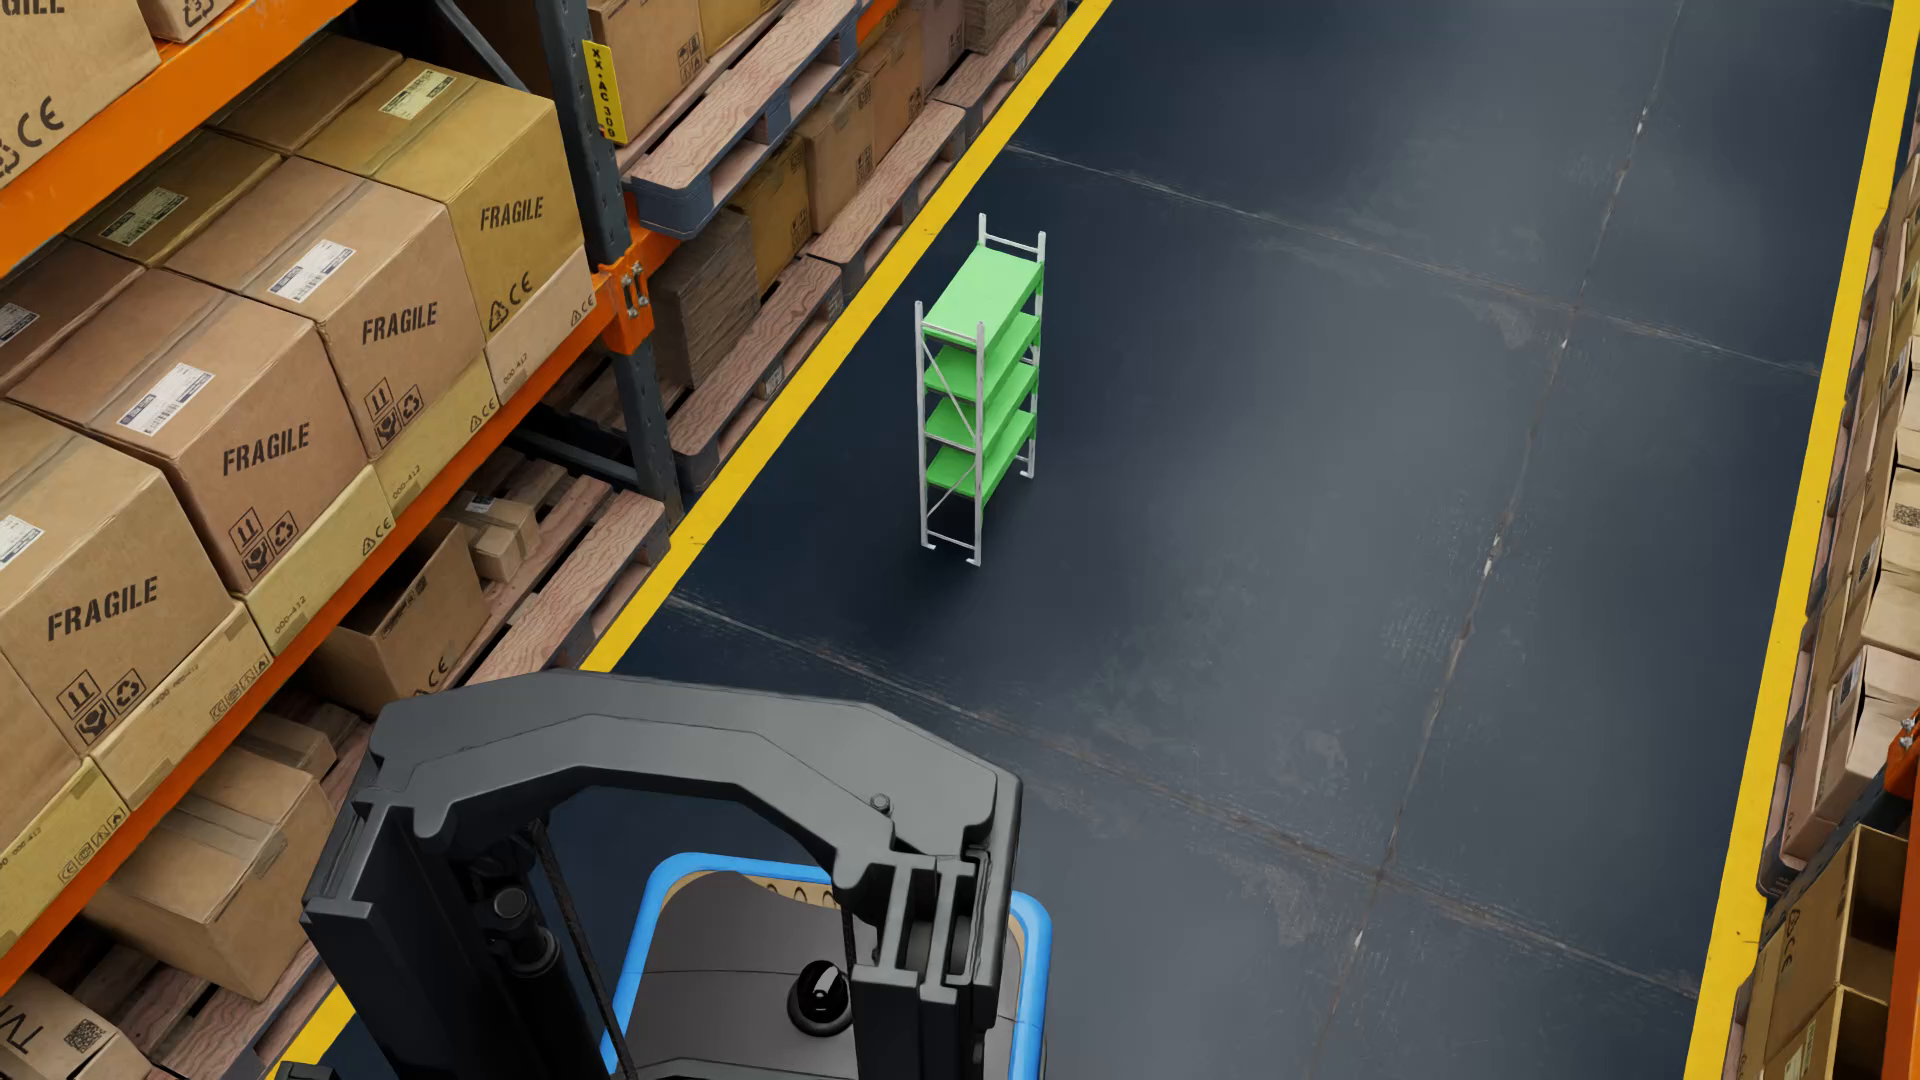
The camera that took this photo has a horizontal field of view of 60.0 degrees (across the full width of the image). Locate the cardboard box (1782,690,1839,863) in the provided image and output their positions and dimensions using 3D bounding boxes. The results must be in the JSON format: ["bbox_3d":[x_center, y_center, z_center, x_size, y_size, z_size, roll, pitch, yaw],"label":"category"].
[{"bbox_3d":[2.872,0.799,5.130,0.500,0.250,0.500,19,52,16],"label":"cardboard box"}]

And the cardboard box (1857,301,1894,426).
[{"bbox_3d":[3.746,-0.604,6.324,0.500,0.250,0.500,19,52,15],"label":"cardboard box"}]

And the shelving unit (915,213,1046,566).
[{"bbox_3d":[0.071,-0.503,5.890,0.258,1.200,0.503,20,52,16],"label":"shelving unit"}]

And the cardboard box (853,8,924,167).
[{"bbox_3d":[-0.587,-2.091,7.412,0.700,0.500,0.500,20,52,16],"label":"cardboard box"}]

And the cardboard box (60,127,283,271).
[{"bbox_3d":[-2.138,-0.776,4.533,0.500,0.500,0.500,20,52,16],"label":"cardboard box"}]

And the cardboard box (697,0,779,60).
[{"bbox_3d":[-1.030,-2.082,5.698,0.700,0.500,0.500,25,54,20],"label":"cardboard box"}]

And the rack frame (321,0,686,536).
[{"bbox_3d":[-1.524,-1.185,5.289,1.000,3.000,0.127,20,52,16],"label":"rack frame"}]

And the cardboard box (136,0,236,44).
[{"bbox_3d":[-1.743,-1.424,3.444,0.500,0.500,0.500,16,51,13],"label":"cardboard box"}]

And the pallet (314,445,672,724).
[{"bbox_3d":[-1.778,0.192,5.948,1.003,0.211,1.213,20,52,16],"label":"pallet"}]

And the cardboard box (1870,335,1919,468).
[{"bbox_3d":[3.521,-0.423,5.802,0.500,0.311,0.500,19,52,16],"label":"cardboard box"}]

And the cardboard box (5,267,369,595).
[{"bbox_3d":[-1.879,-0.271,4.104,0.500,0.500,0.500,18,52,15],"label":"cardboard box"}]

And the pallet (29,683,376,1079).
[{"bbox_3d":[-2.298,1.035,5.230,1.003,0.211,1.213,20,52,16],"label":"pallet"}]

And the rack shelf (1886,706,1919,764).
[{"bbox_3d":[3.811,-0.720,5.366,1.077,0.370,4.000,20,52,16],"label":"rack shelf"}]

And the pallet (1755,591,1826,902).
[{"bbox_3d":[3.236,0.807,5.424,1.003,0.211,1.213,20,52,16],"label":"pallet"}]

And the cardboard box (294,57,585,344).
[{"bbox_3d":[-1.446,-0.960,4.690,0.500,0.500,0.500,20,52,16],"label":"cardboard box"}]

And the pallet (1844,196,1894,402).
[{"bbox_3d":[4.279,-0.873,6.854,1.003,0.211,1.213,20,52,16],"label":"pallet"}]

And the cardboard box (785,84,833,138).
[{"bbox_3d":[-0.820,-1.937,6.789,0.500,0.250,0.500,18,52,15],"label":"cardboard box"}]

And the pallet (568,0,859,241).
[{"bbox_3d":[-1.065,-1.602,5.770,1.003,0.211,1.213,20,52,16],"label":"pallet"}]

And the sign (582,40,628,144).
[{"bbox_3d":[-1.030,-1.295,4.814,0.100,0.325,0.005,20,52,16],"label":"sign"}]

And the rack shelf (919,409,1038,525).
[{"bbox_3d":[0.071,-0.306,6.121,0.258,0.148,0.480,20,52,16],"label":"rack shelf"}]

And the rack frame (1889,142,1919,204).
[{"bbox_3d":[4.666,-2.331,6.263,1.000,3.000,0.127,20,52,16],"label":"rack frame"}]

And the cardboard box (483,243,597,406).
[{"bbox_3d":[-1.452,-0.718,4.977,0.500,0.250,0.500,20,52,16],"label":"cardboard box"}]

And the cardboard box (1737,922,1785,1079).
[{"bbox_3d":[2.485,1.400,4.619,0.500,0.250,0.500,20,52,16],"label":"cardboard box"}]

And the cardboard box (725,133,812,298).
[{"bbox_3d":[-1.049,-1.402,6.826,0.700,0.500,0.500,19,52,15],"label":"cardboard box"}]

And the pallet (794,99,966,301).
[{"bbox_3d":[-0.672,-1.661,7.525,1.003,0.211,1.213,20,52,16],"label":"pallet"}]

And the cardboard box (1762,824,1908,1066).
[{"bbox_3d":[2.476,1.153,4.336,0.500,0.500,0.500,20,52,16],"label":"cardboard box"}]

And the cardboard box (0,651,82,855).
[{"bbox_3d":[-2.310,0.446,3.494,0.500,0.500,0.500,18,52,15],"label":"cardboard box"}]

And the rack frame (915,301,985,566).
[{"bbox_3d":[-0.034,-0.335,5.747,0.240,1.200,0.015,20,52,16],"label":"rack frame"}]

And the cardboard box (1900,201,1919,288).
[{"bbox_3d":[3.960,-1.128,6.401,0.500,0.311,0.500,19,52,15],"label":"cardboard box"}]

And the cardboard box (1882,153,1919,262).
[{"bbox_3d":[4.177,-1.310,6.925,0.500,0.250,0.500,20,52,16],"label":"cardboard box"}]

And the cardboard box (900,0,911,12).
[{"bbox_3d":[-0.375,-2.630,7.379,0.500,0.250,0.500,21,53,17],"label":"cardboard box"}]

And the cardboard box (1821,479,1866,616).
[{"bbox_3d":[3.308,0.099,5.726,0.500,0.250,0.500,21,53,17],"label":"cardboard box"}]

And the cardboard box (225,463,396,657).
[{"bbox_3d":[-1.873,-0.027,4.388,0.500,0.250,0.500,20,52,16],"label":"cardboard box"}]

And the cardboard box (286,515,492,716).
[{"bbox_3d":[-1.931,0.210,5.454,0.500,0.500,0.500,16,52,13],"label":"cardboard box"}]

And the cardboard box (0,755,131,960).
[{"bbox_3d":[-2.305,0.667,3.798,0.500,0.250,0.500,19,52,16],"label":"cardboard box"}]

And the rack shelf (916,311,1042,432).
[{"bbox_3d":[0.071,-0.617,5.756,0.258,0.148,0.480,20,52,16],"label":"rack shelf"}]

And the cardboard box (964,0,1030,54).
[{"bbox_3d":[-0.075,-2.759,7.981,0.700,0.500,0.500,20,53,17],"label":"cardboard box"}]

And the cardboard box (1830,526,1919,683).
[{"bbox_3d":[3.087,0.265,5.217,0.500,0.311,0.500,21,53,17],"label":"cardboard box"}]

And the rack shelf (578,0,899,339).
[{"bbox_3d":[-0.669,-2.329,6.735,1.077,0.370,4.000,20,52,16],"label":"rack shelf"}]

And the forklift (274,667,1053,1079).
[{"bbox_3d":[-0.467,1.688,2.889,1.130,2.935,3.031,6,50,5],"label":"forklift"}]

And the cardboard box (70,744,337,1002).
[{"bbox_3d":[-2.253,0.908,4.860,0.700,0.500,0.500,17,52,14],"label":"cardboard box"}]
